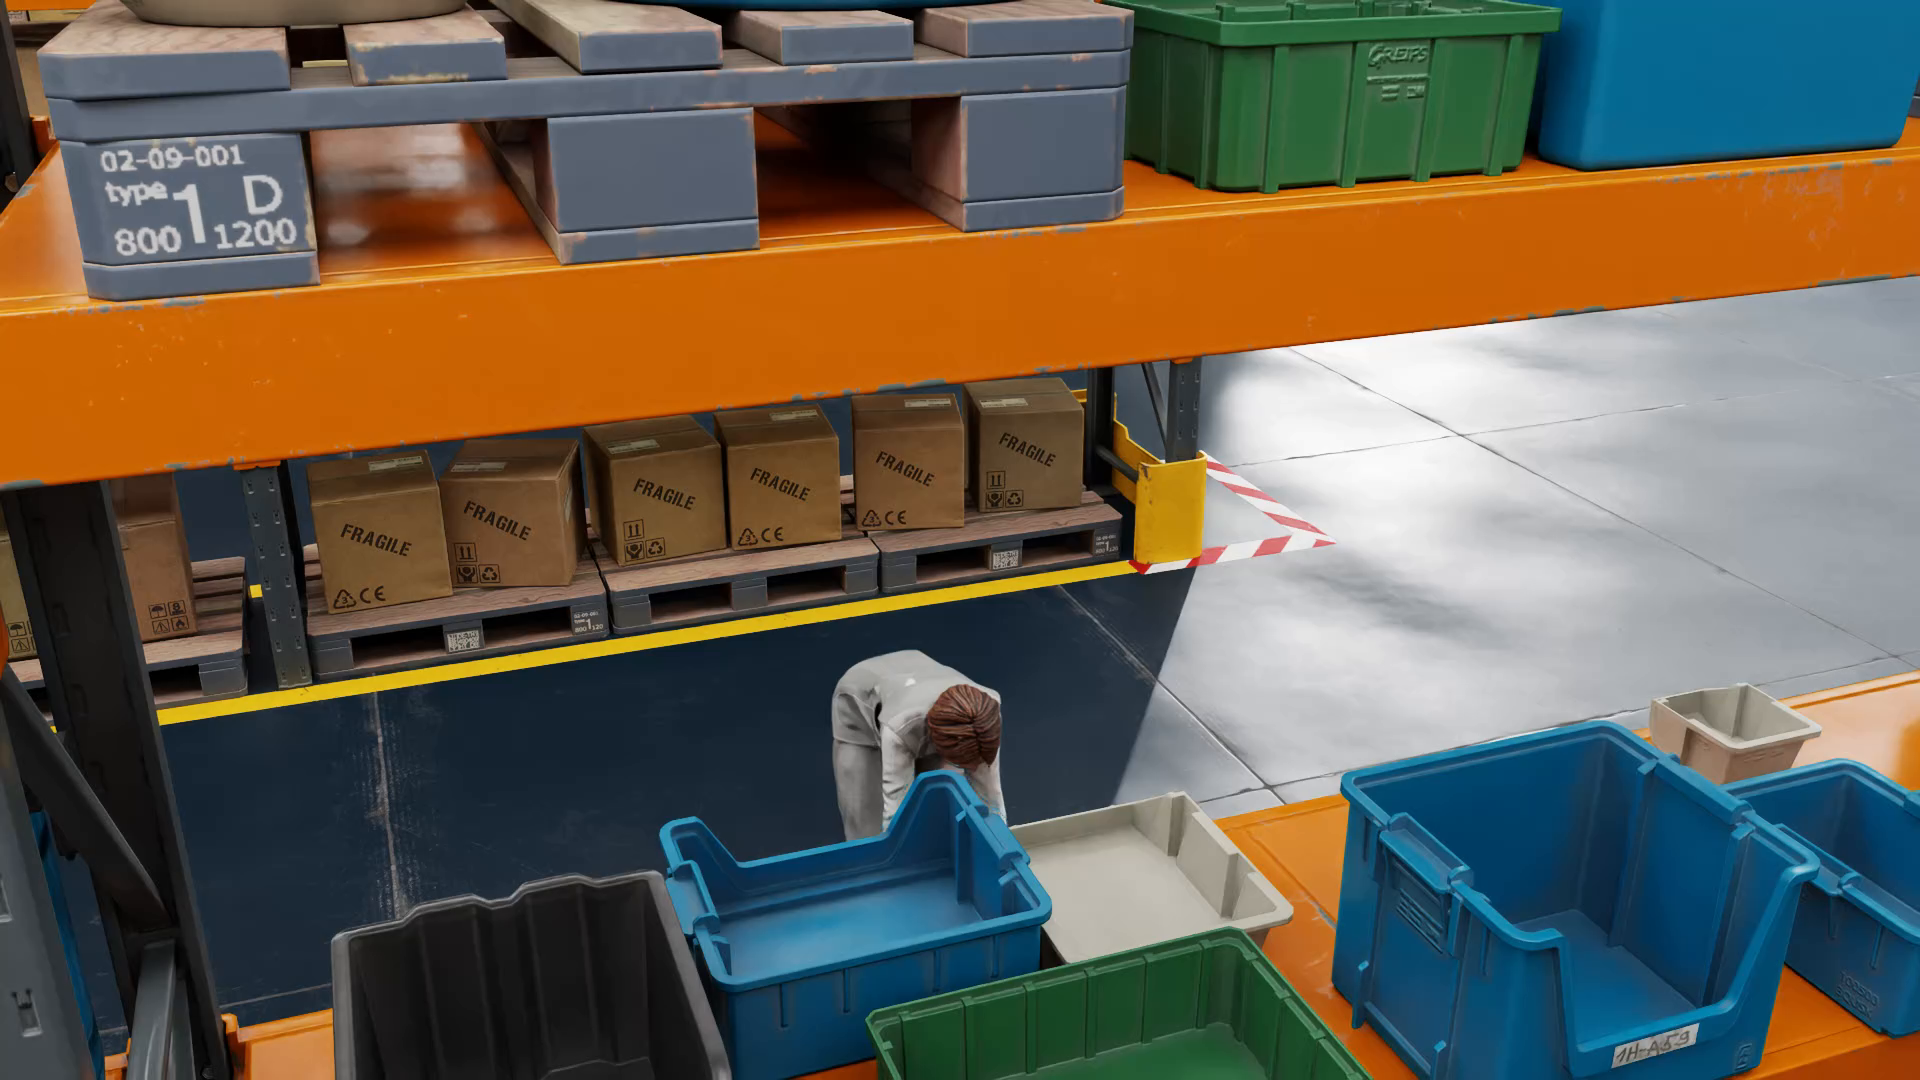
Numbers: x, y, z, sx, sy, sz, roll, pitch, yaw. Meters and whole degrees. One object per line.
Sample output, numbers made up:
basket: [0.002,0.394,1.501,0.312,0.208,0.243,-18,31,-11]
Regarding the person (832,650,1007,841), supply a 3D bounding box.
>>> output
person: [-0.106,0.813,4.774,0.398,1.138,0.837,-9,25,-21]
